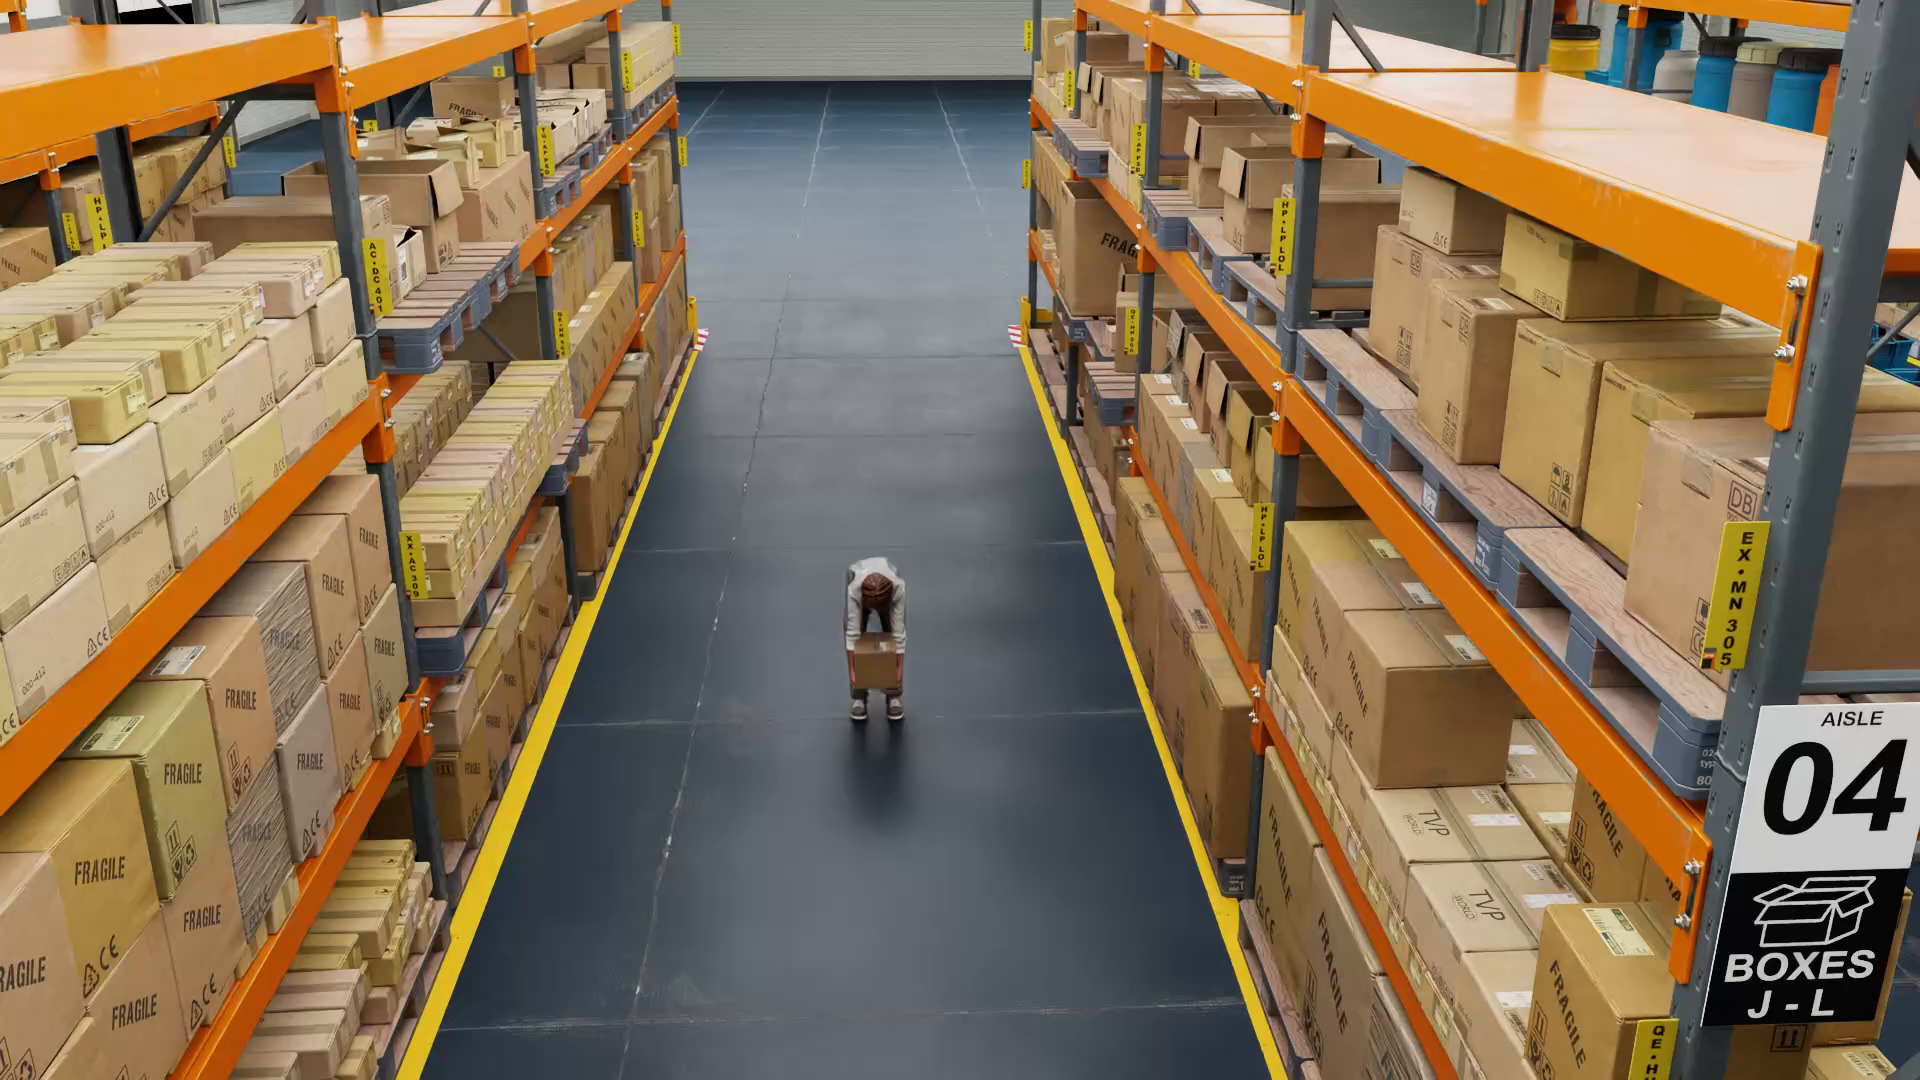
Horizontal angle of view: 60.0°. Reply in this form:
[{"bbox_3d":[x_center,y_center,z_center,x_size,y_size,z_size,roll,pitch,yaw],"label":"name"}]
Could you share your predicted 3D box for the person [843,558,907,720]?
[{"bbox_3d":[-0.511,0.627,10.087,0.385,1.139,0.848,-2,21,-5],"label":"person"}]
